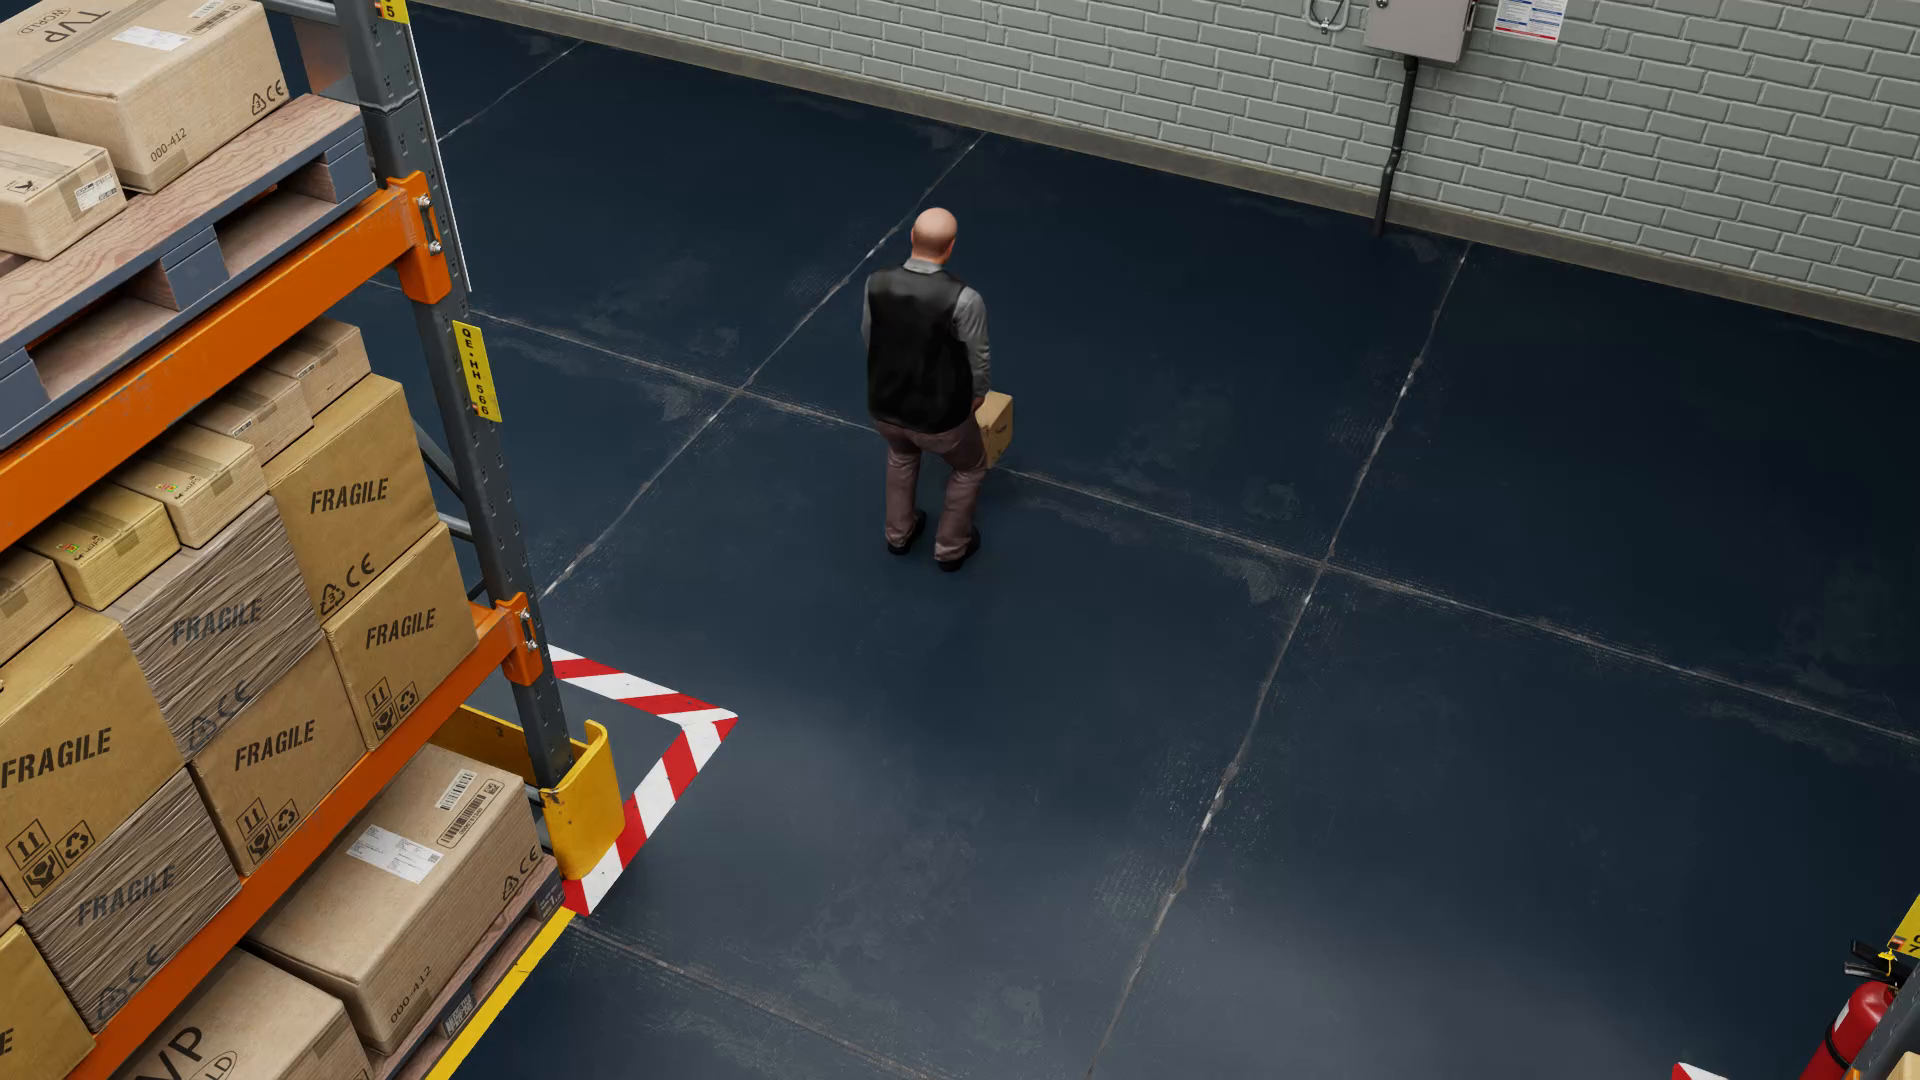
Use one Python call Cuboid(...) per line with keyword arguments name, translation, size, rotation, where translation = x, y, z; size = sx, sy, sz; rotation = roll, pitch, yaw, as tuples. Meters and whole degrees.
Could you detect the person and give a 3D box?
Cuboid(name="person", translation=(-0.152, -0.598, 6.935), size=(0.574, 1.617, 0.483), rotation=(18, 45, 19))
